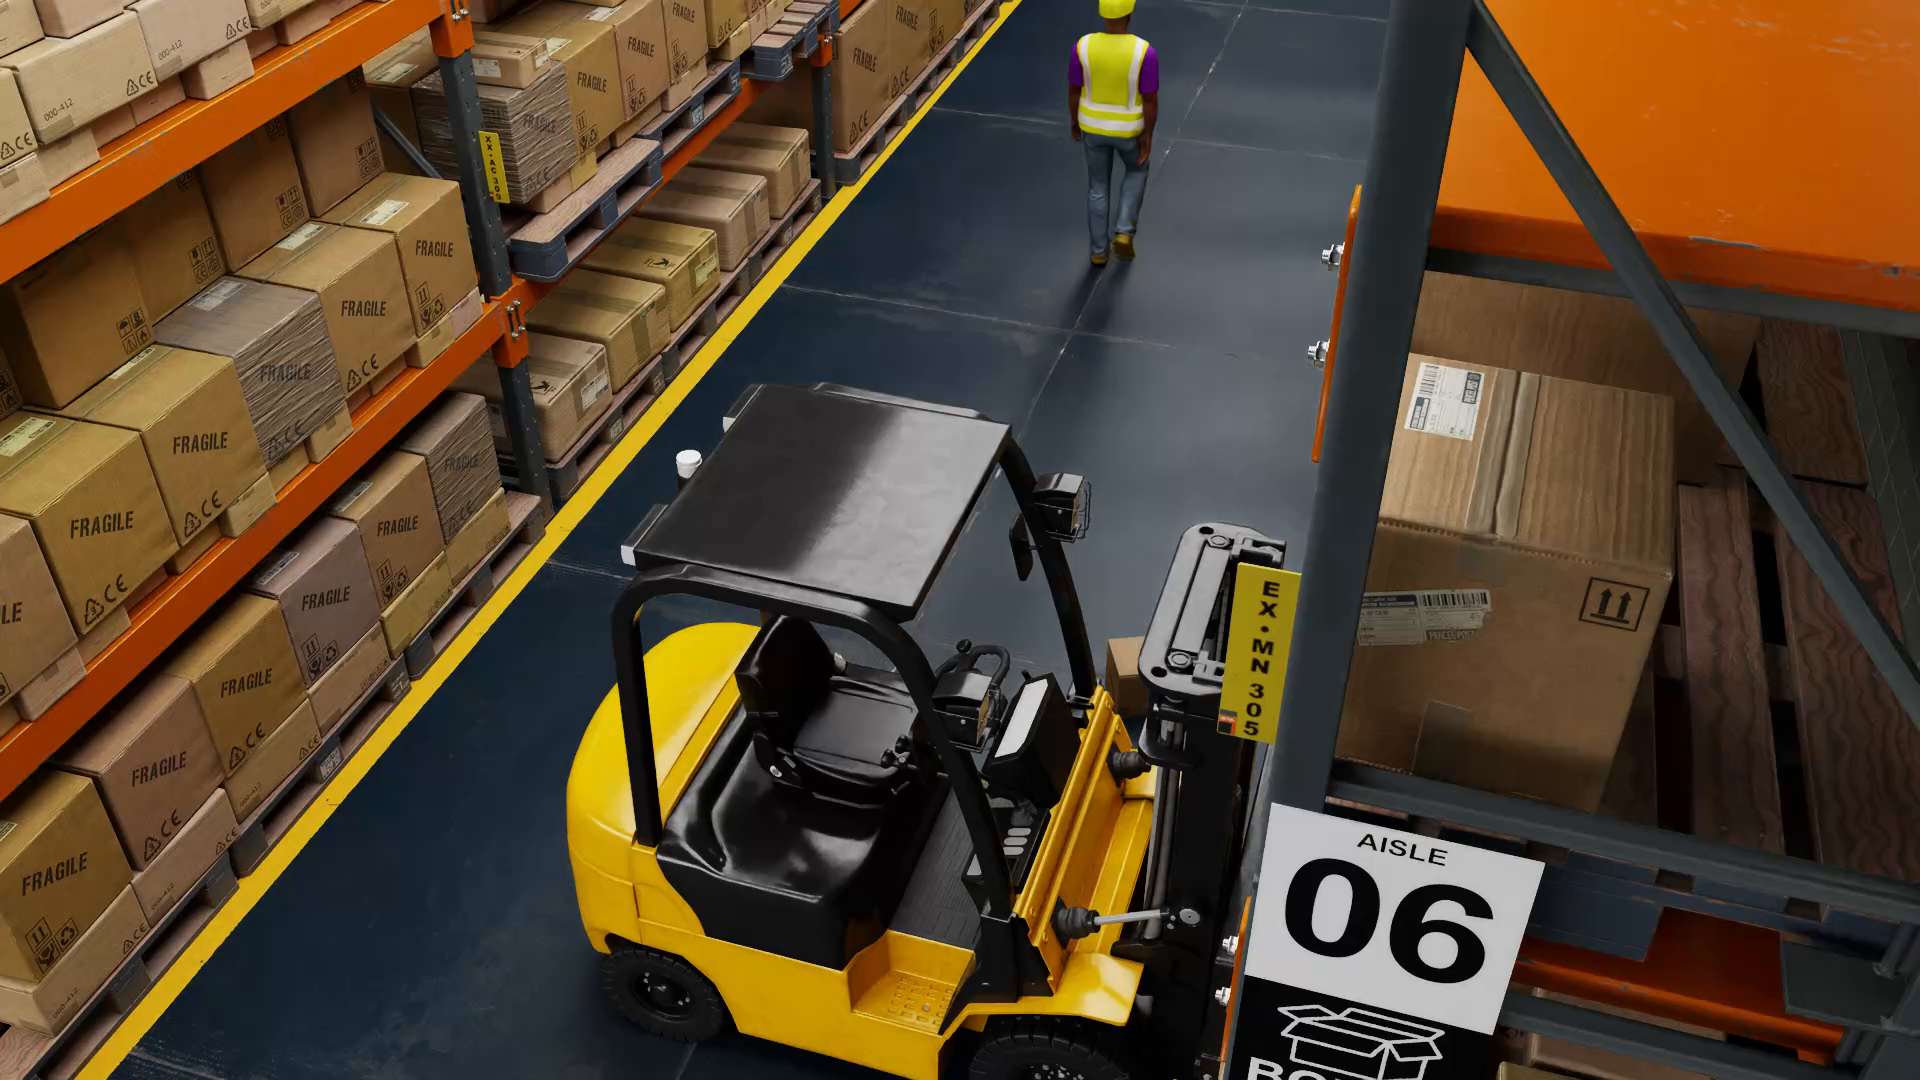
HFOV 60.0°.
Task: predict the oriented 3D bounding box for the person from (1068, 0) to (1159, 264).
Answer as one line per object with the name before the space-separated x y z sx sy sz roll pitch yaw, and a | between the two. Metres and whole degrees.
person | 0.945 -2.558 10.267 0.565 1.784 0.456 8 38 11
